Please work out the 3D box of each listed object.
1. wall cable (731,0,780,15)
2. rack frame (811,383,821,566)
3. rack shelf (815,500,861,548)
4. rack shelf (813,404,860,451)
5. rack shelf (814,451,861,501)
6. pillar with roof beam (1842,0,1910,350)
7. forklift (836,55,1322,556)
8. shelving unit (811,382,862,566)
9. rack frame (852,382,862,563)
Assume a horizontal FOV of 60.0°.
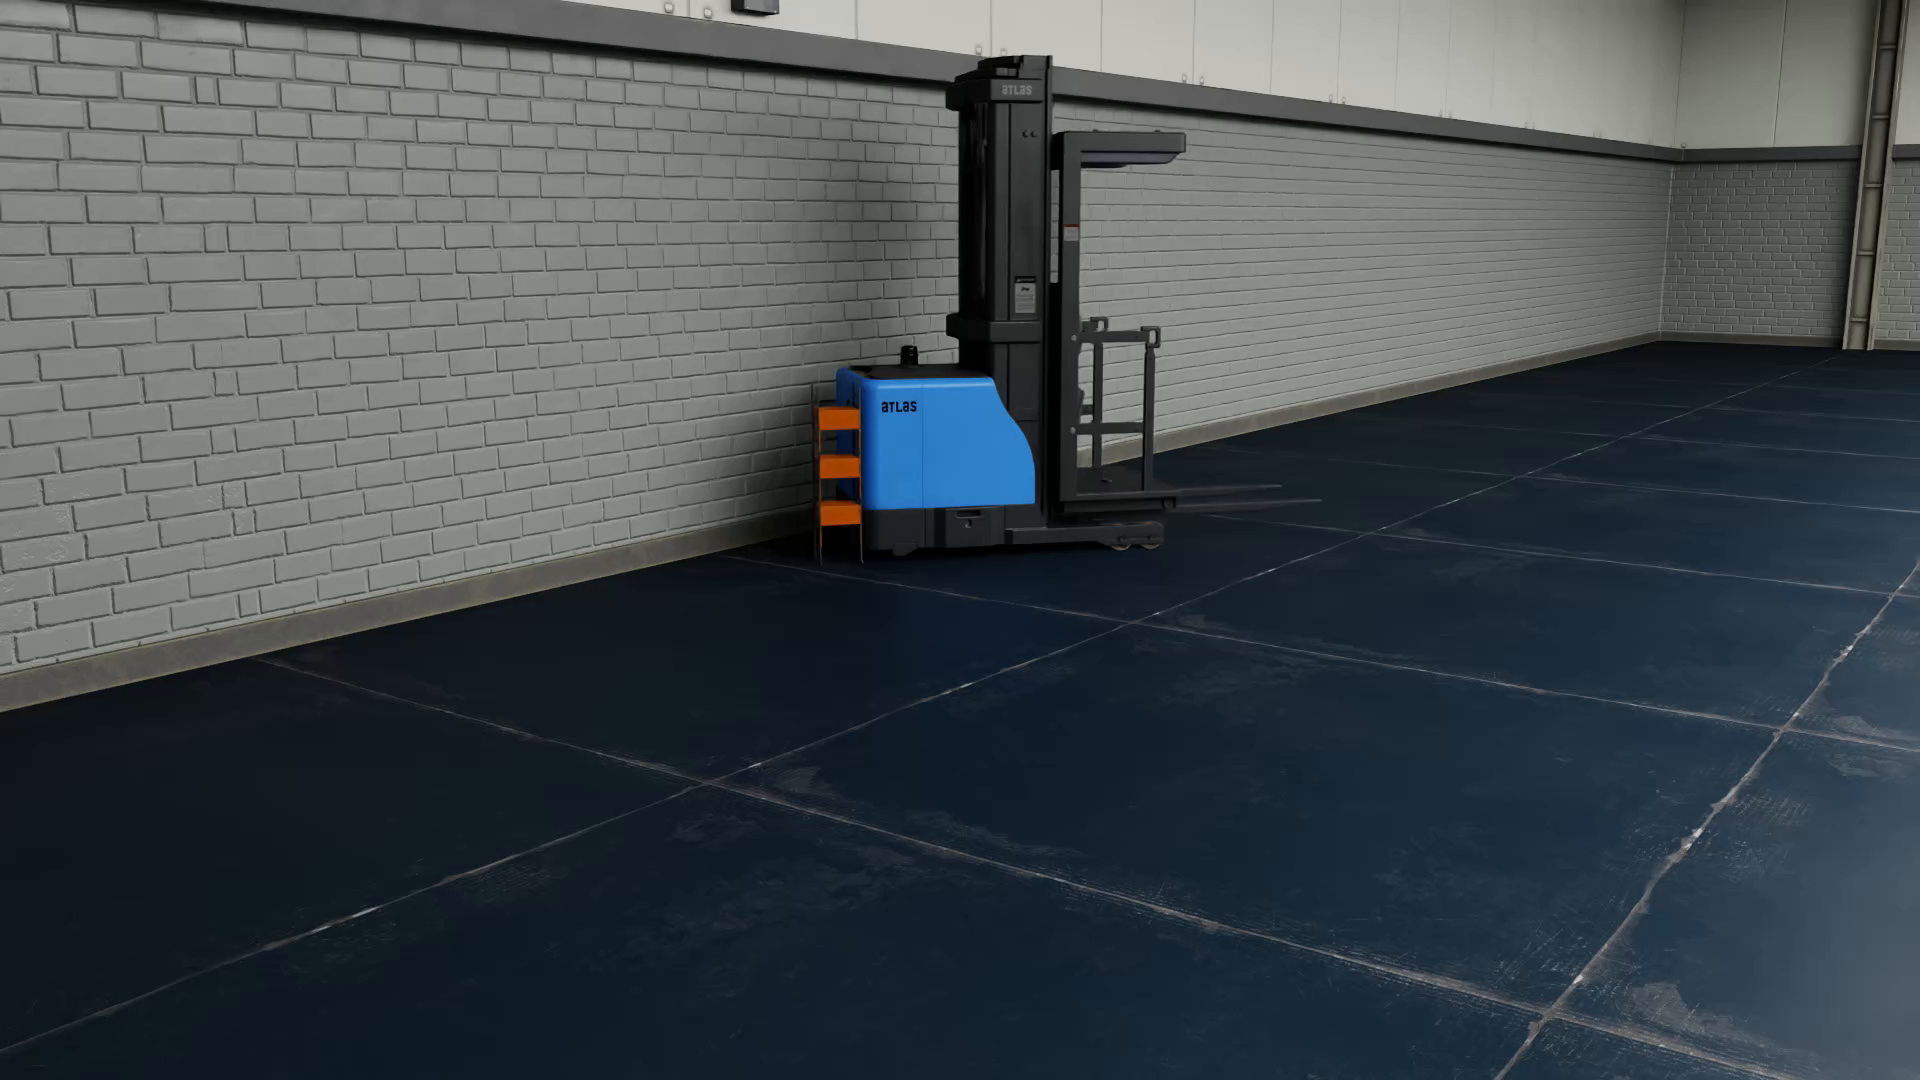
[{"bbox_3d":[-0.607,-6.229,10.083,0.169,6.003,2.305,8,13,36],"label":"wall cable"},{"bbox_3d":[-0.842,-0.384,9.749,0.008,1.050,0.200,-3,11,-15],"label":"rack frame"},{"bbox_3d":[-0.725,-0.107,9.836,0.240,0.259,0.215,-3,11,-15],"label":"rack shelf"},{"bbox_3d":[-0.724,-0.658,9.729,0.240,0.259,0.215,-3,11,-15],"label":"rack shelf"},{"bbox_3d":[-0.725,-0.380,9.783,0.240,0.259,0.215,-3,11,-15],"label":"rack shelf"},{"bbox_3d":[11.449,-6.738,21.664,0.400,9.000,9.100,8,13,36],"label":"pillar with roof beam"},{"bbox_3d":[0.774,-1.468,10.399,3.031,2.935,1.130,-3,11,-13],"label":"forklift"},{"bbox_3d":[-0.725,-0.390,9.781,0.252,1.050,0.215,-3,11,-15],"label":"shelving unit"},{"bbox_3d":[-0.607,-0.396,9.813,0.008,1.050,0.200,-3,11,-15],"label":"rack frame"}]
